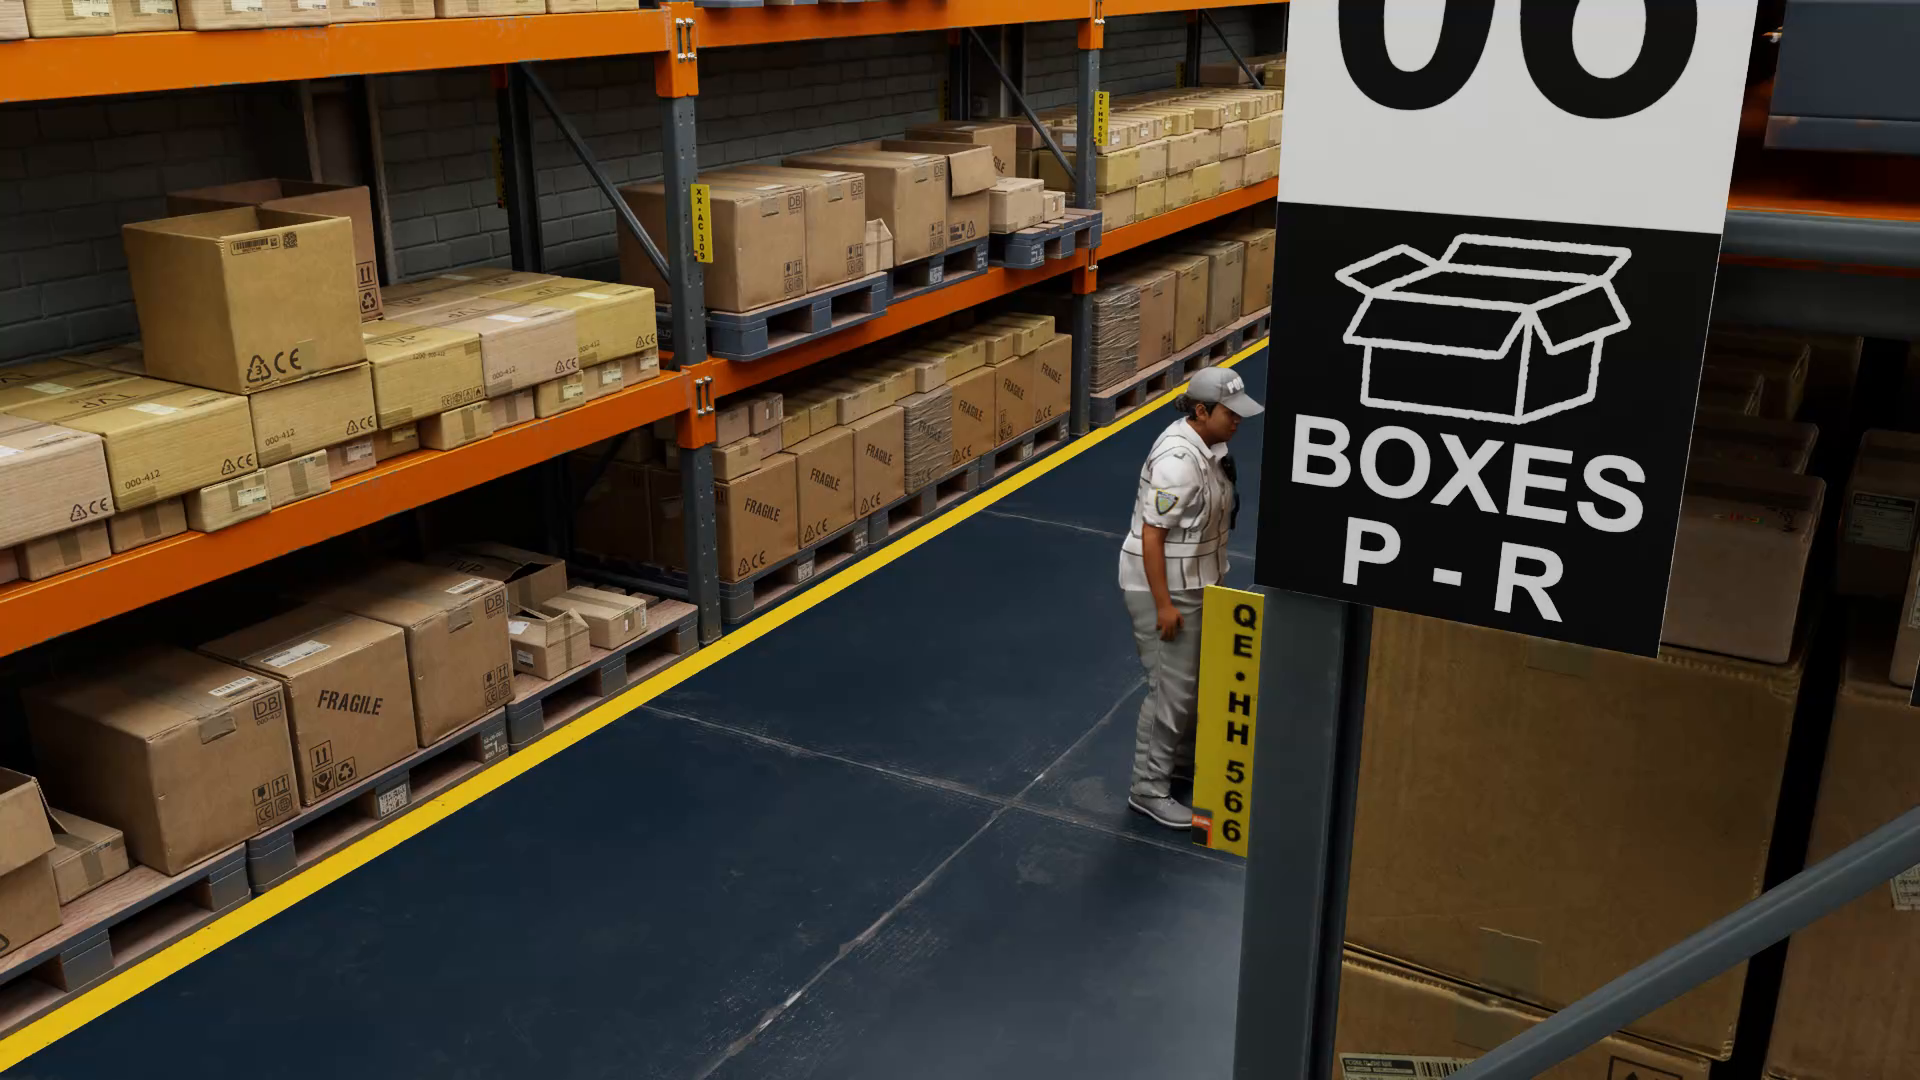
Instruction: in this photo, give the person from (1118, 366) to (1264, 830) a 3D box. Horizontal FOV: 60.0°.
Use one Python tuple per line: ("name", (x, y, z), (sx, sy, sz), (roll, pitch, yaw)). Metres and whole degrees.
("person", (0.830, 0.181, 6.051), (0.469, 1.665, 0.537), (11, 22, 28))
